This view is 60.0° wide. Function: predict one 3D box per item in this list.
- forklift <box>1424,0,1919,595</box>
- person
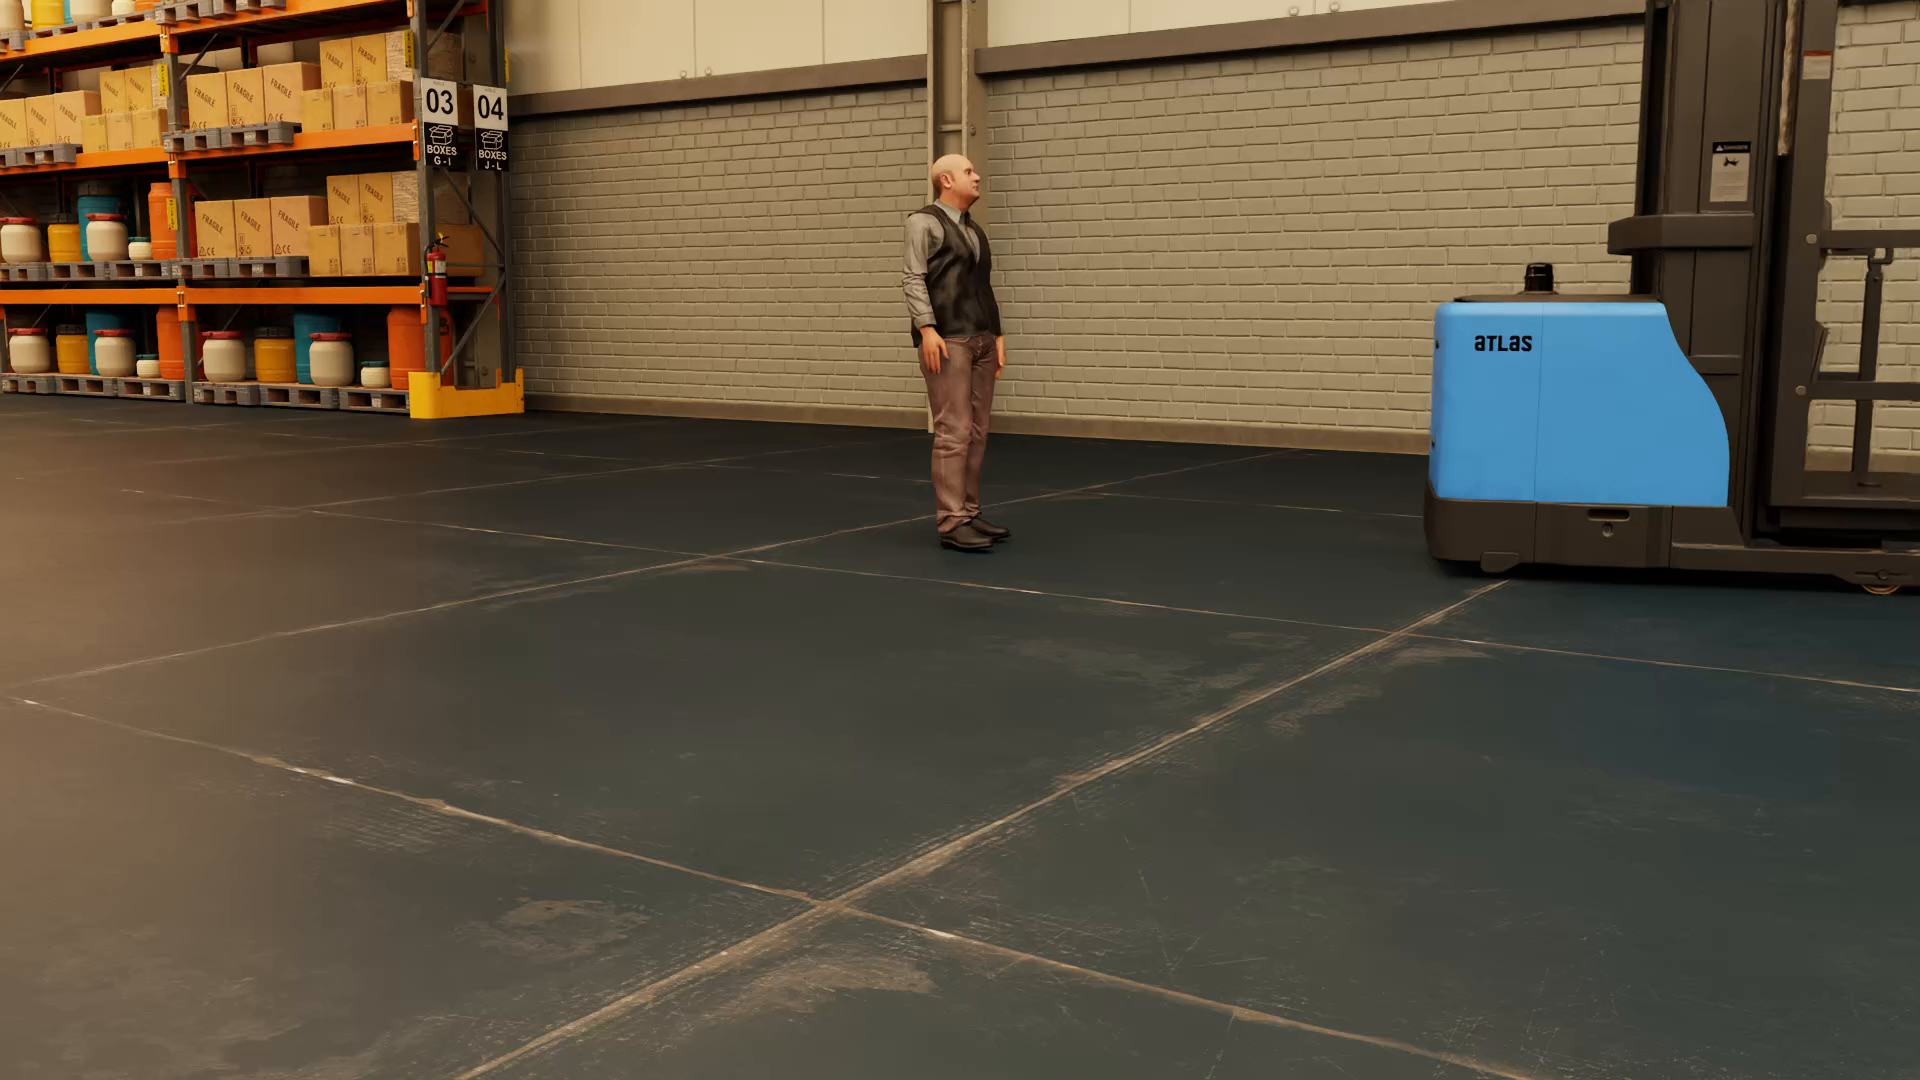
[{"bbox_3d":[3.453,-1.324,6.500,3.031,2.935,1.130,2,8,13],"label":"forklift"},{"bbox_3d":[0.048,-0.853,7.441,0.566,1.722,0.633,5,10,34],"label":"person"}]
